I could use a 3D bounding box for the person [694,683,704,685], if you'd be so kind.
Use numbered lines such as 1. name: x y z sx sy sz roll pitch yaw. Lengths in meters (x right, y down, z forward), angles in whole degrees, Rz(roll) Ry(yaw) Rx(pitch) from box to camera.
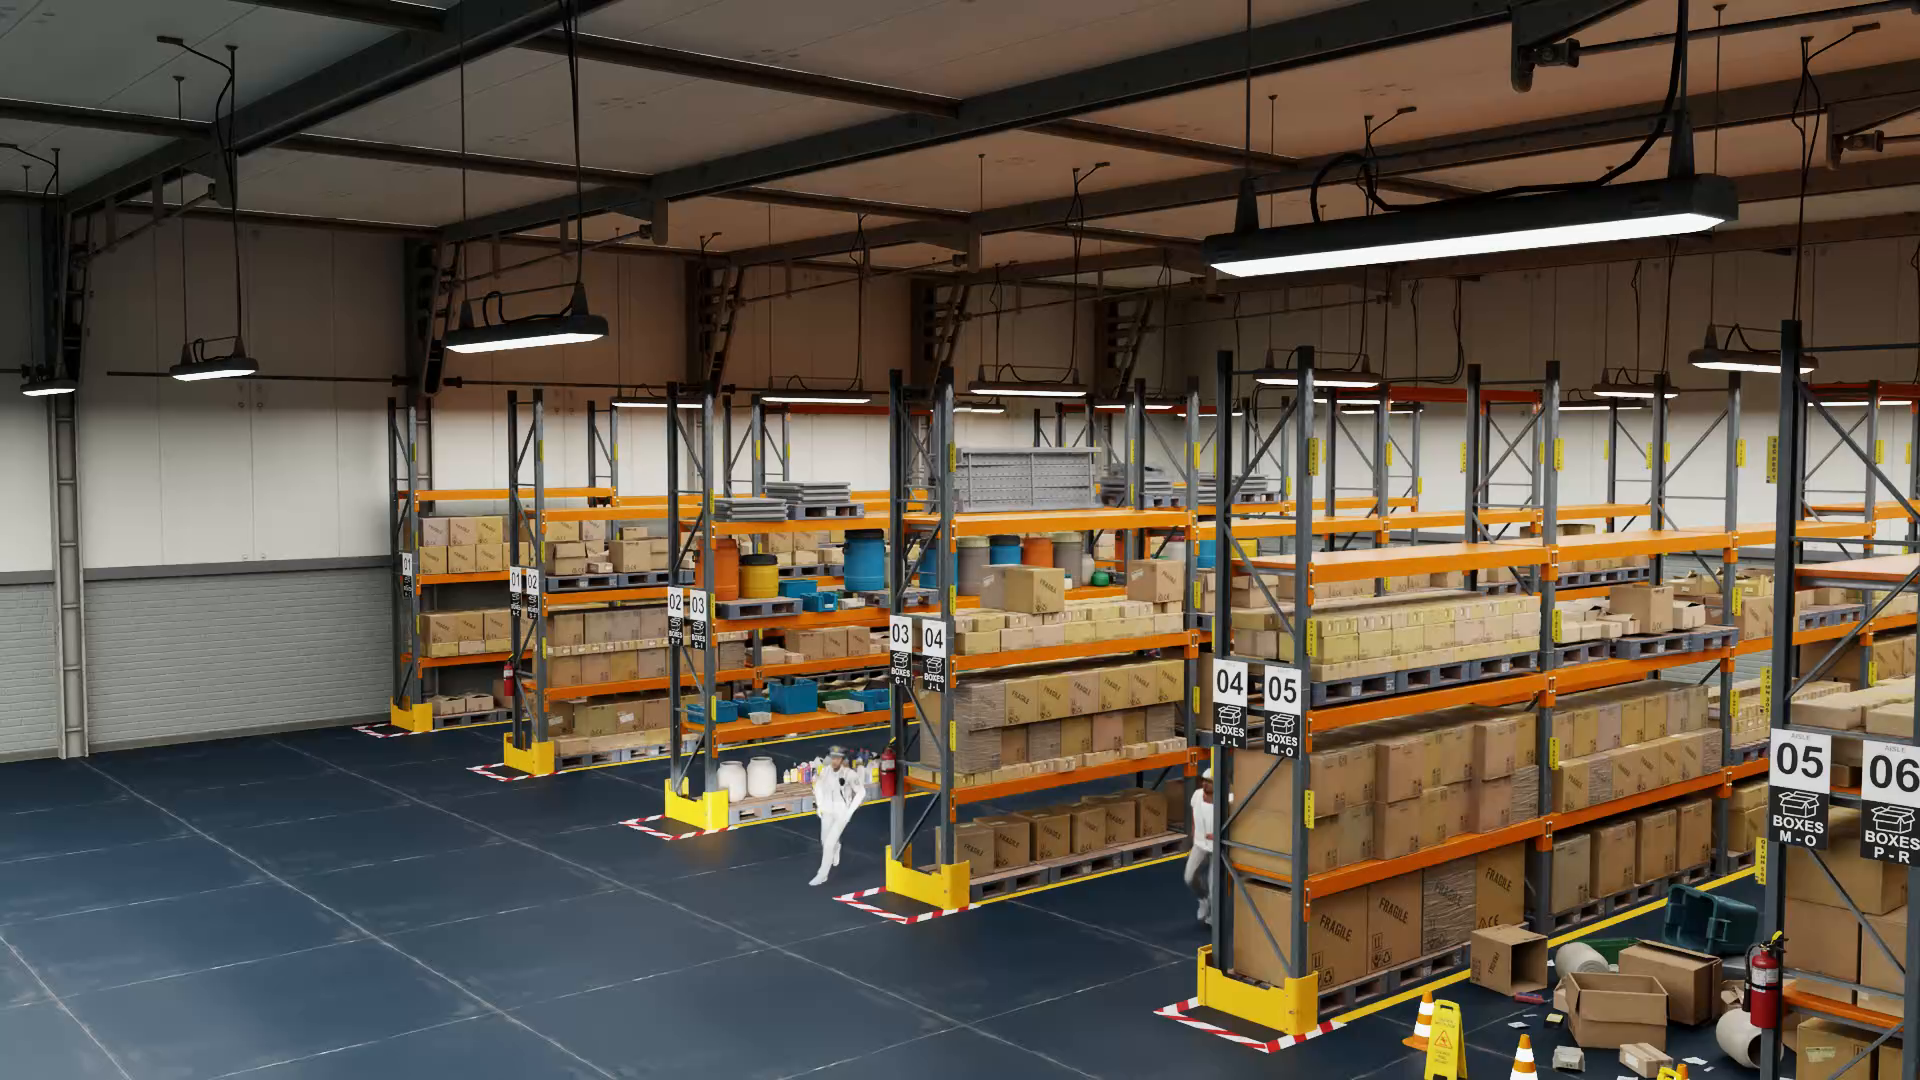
1. person: -4.743 2.588 30.414 0.511 1.560 0.633 2 4 36

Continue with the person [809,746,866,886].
1. person: -1.410 3.212 19.646 0.652 1.649 0.717 1 3 15

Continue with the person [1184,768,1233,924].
1. person: 2.658 3.259 17.652 0.695 1.717 0.644 2 4 35
